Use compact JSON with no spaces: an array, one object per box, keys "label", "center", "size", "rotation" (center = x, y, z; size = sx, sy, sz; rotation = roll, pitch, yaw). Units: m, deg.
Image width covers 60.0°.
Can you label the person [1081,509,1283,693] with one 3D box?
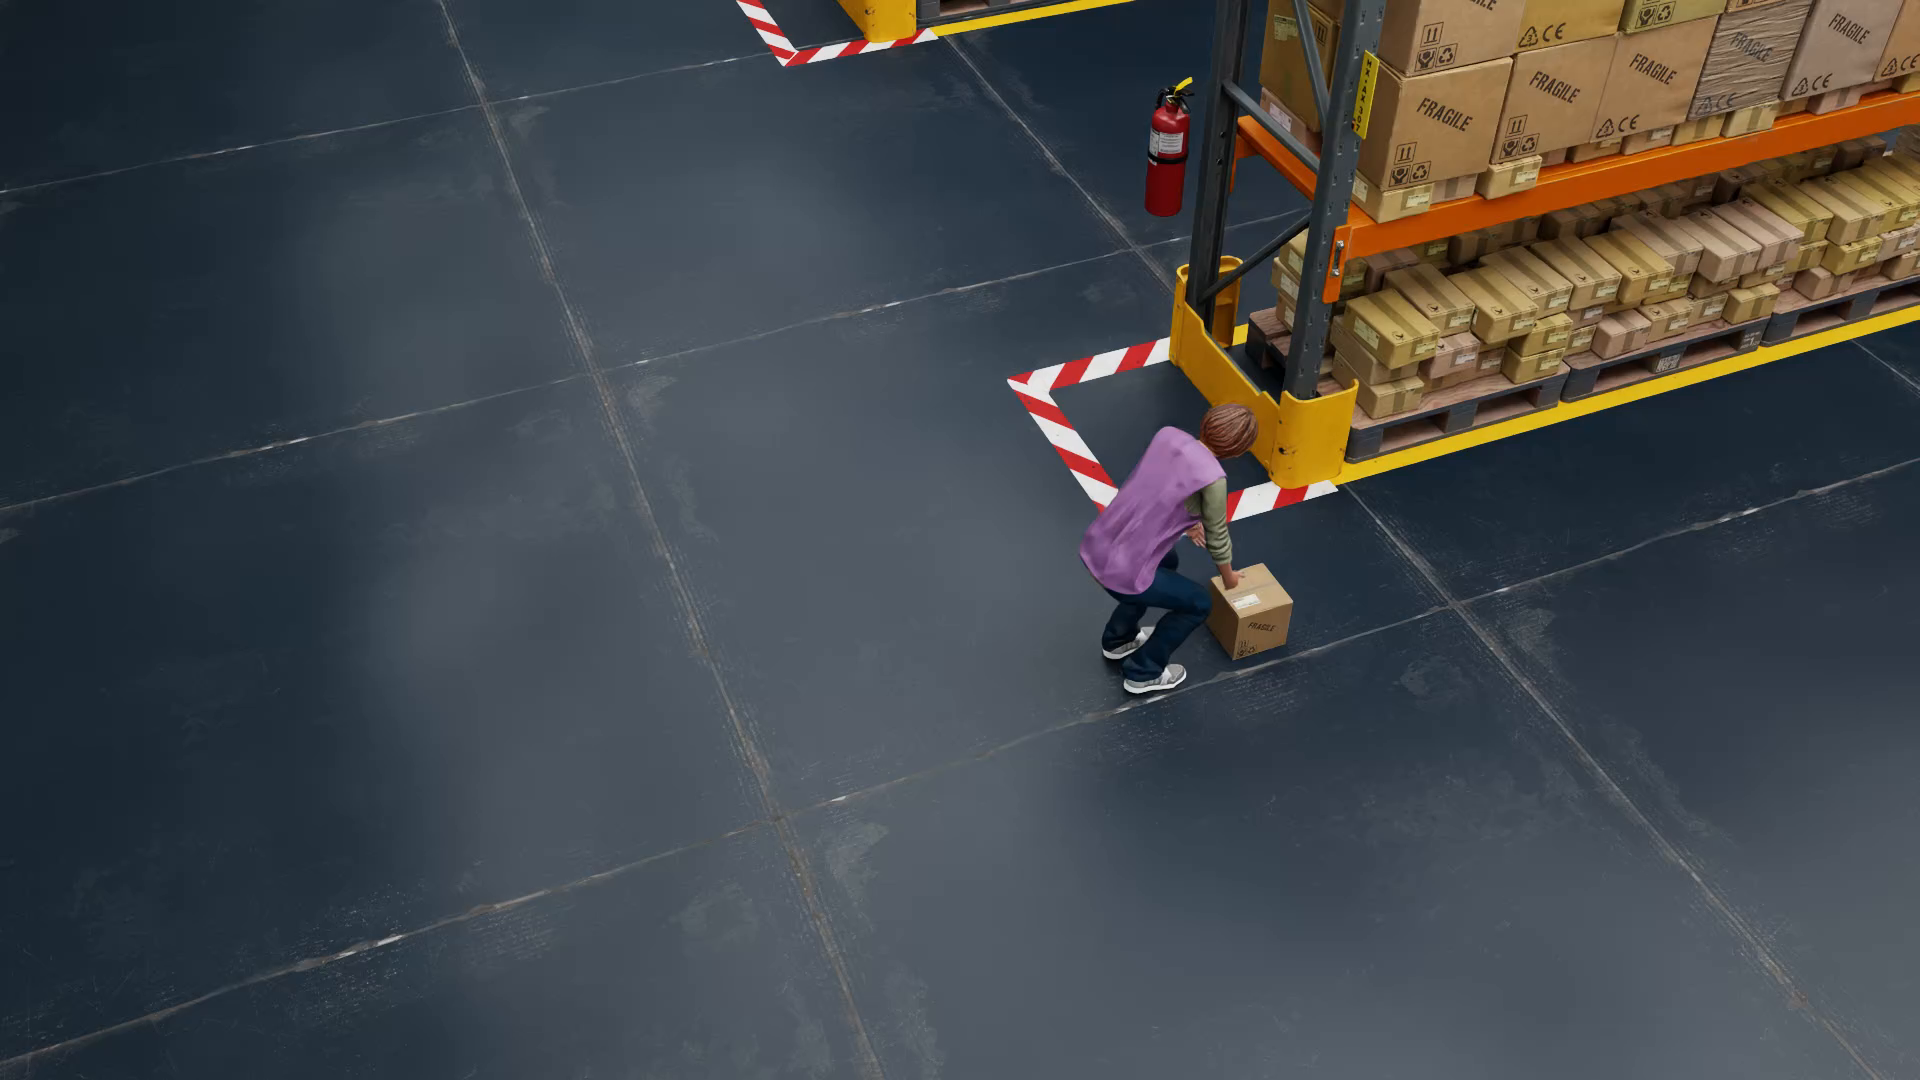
[{"label":"person","center":[0.876,0.202,6.595],"size":[0.866,0.757,0.431],"rotation":[-17,45,-18]}]
